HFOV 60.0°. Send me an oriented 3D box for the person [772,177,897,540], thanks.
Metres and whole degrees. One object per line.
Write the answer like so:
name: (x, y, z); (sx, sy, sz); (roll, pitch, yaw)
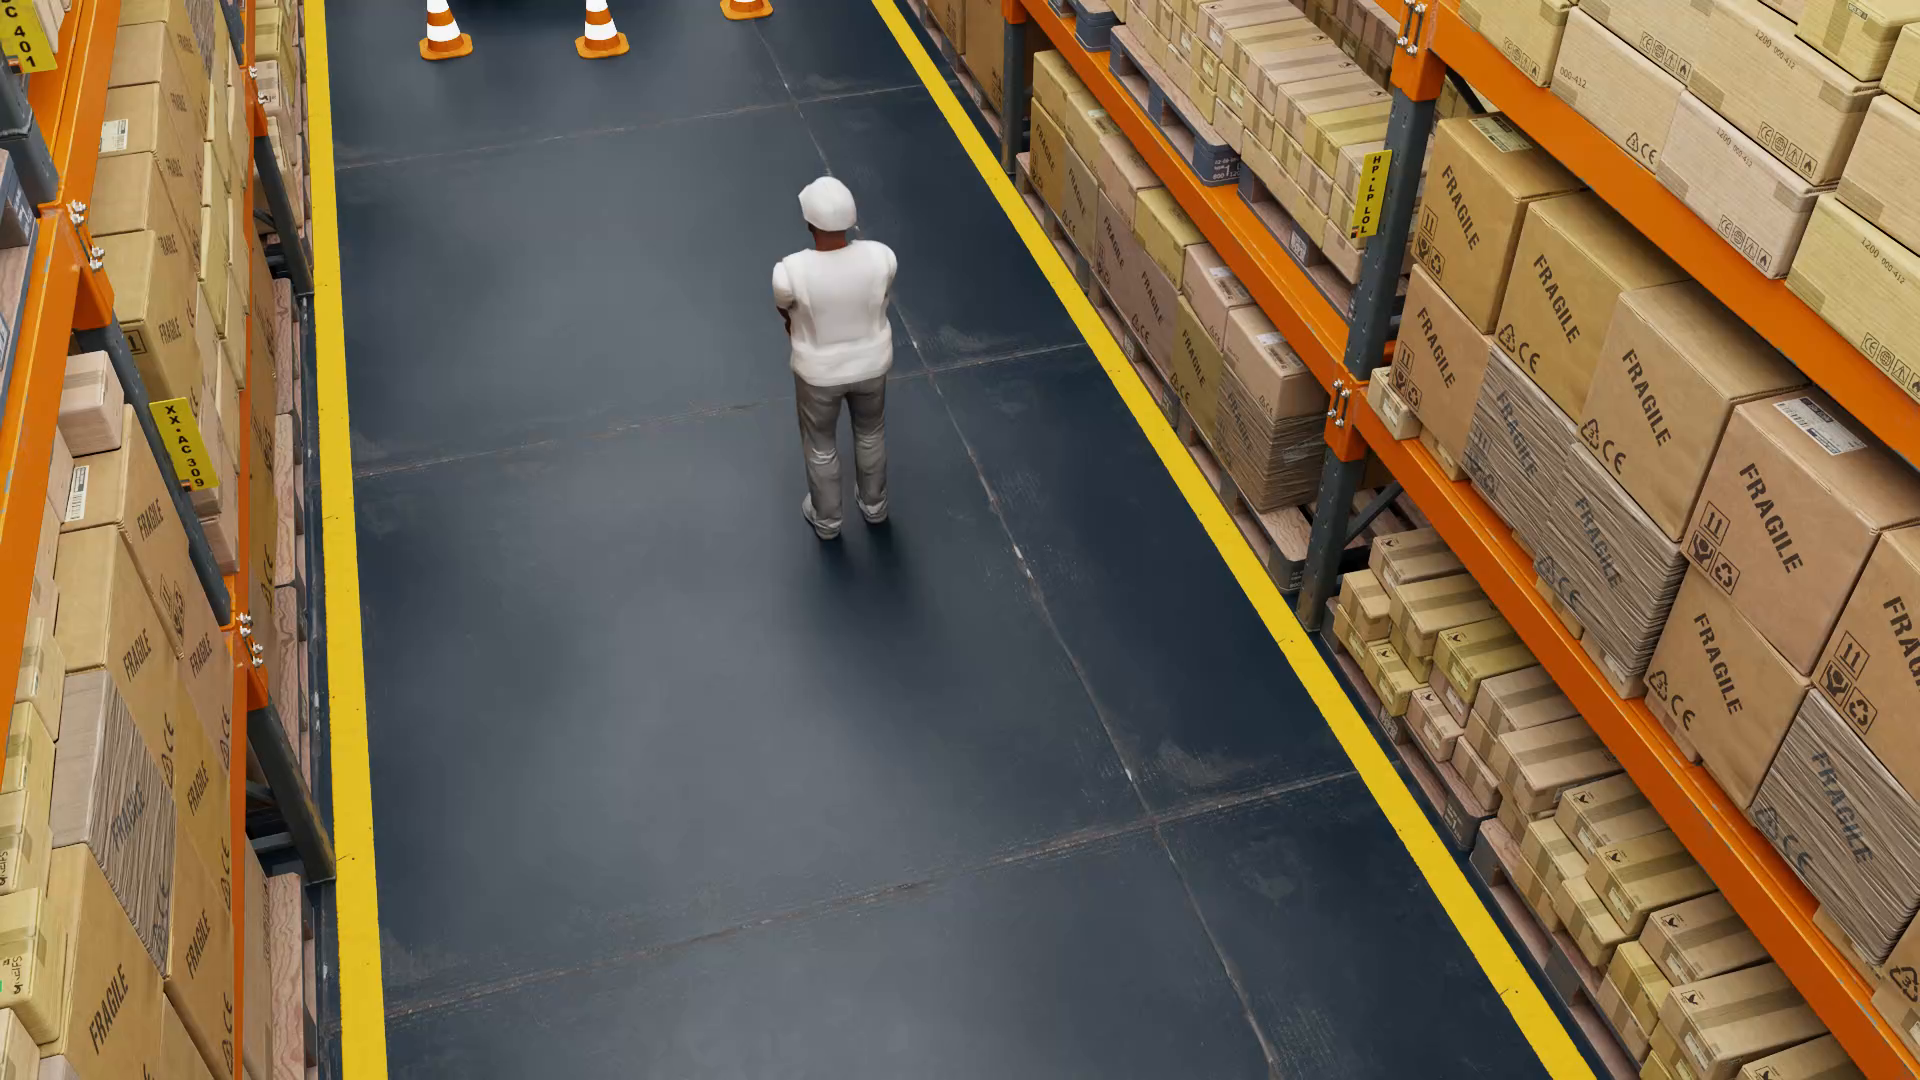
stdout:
person: (-0.537, -0.801, 7.034); (0.504, 1.762, 0.563); (-12, 43, -13)
